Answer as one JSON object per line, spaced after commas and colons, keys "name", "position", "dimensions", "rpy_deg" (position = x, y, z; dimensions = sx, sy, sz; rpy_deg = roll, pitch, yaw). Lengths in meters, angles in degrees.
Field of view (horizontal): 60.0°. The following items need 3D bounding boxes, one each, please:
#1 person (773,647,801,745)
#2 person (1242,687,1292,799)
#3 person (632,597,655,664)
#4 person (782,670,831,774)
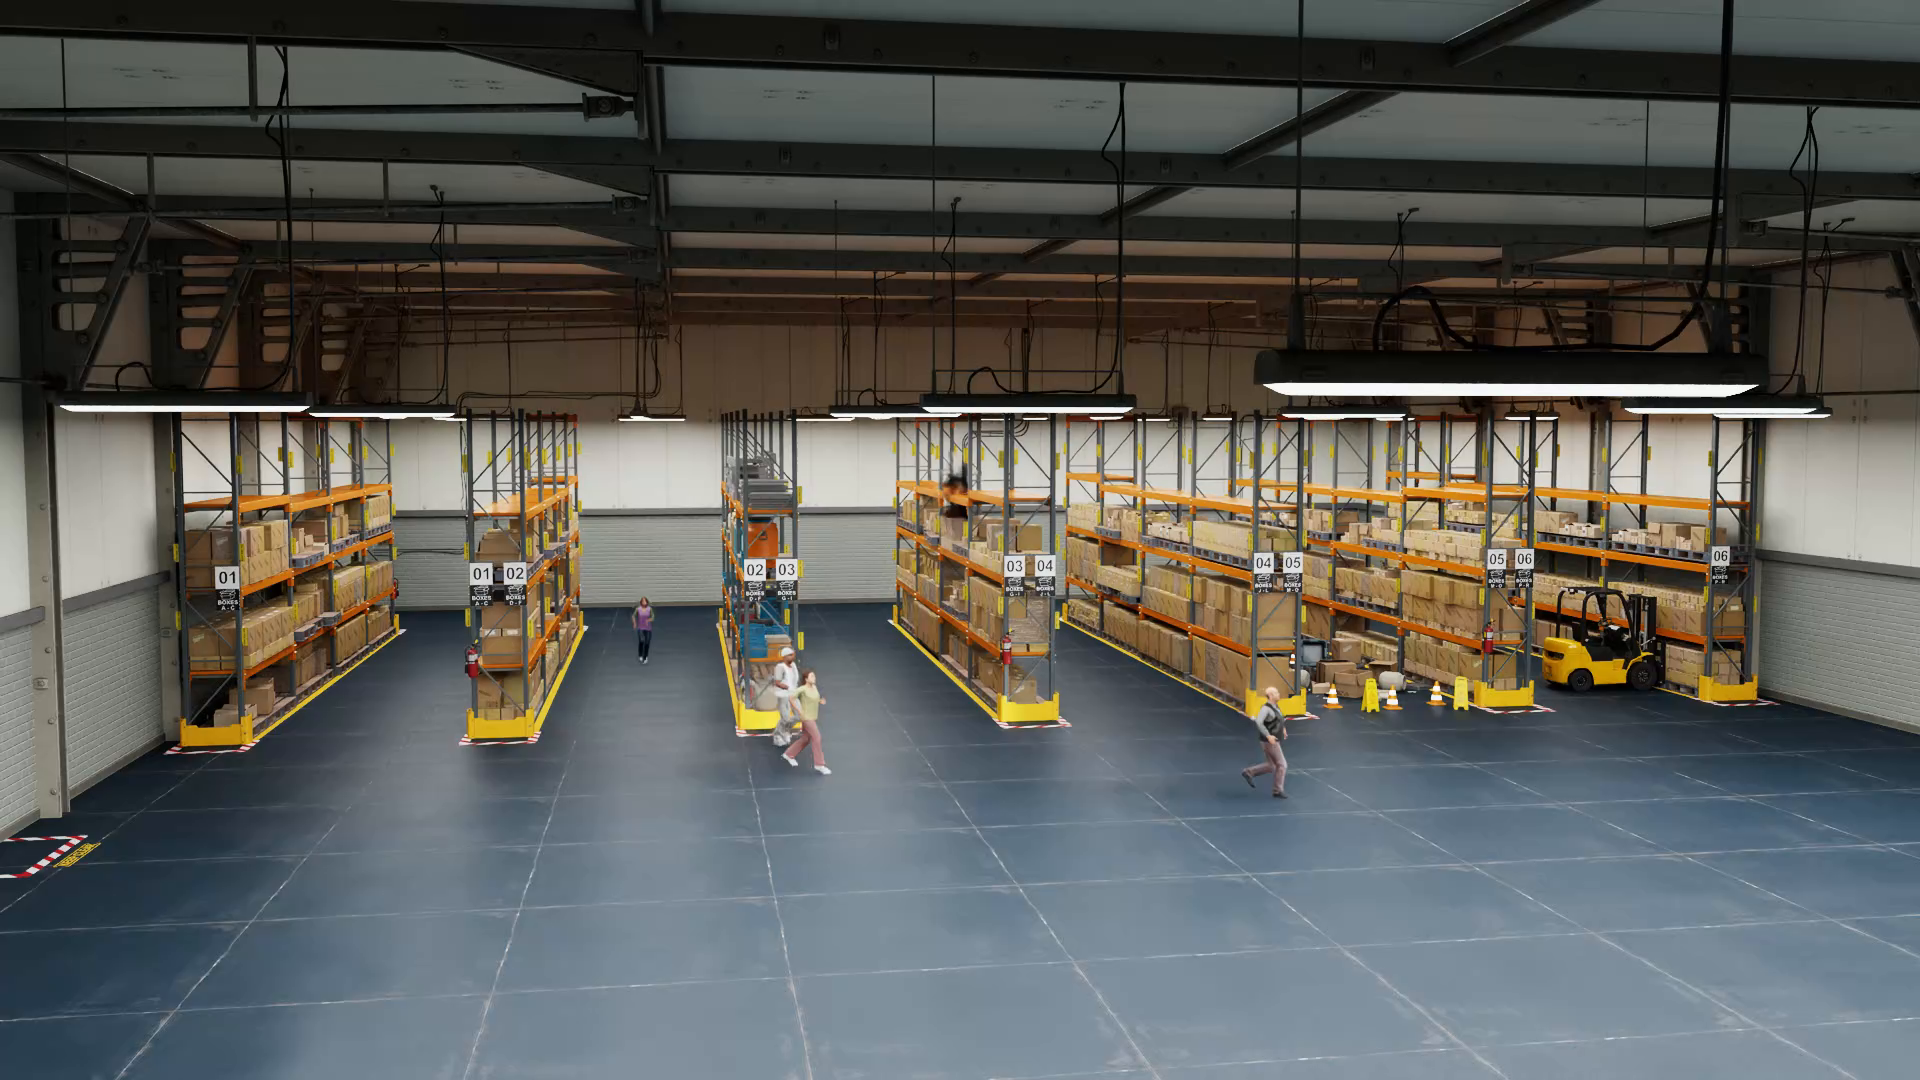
{"name": "person", "position": [-3.020, 2.778, 29.583], "dimensions": [0.632, 1.747, 0.714], "rpy_deg": [2, 5, 30]}
{"name": "person", "position": [4.719, 3.106, 25.565], "dimensions": [0.796, 1.697, 0.678], "rpy_deg": [1, 4, 20]}
{"name": "person", "position": [-7.537, 2.169, 39.649], "dimensions": [0.508, 1.576, 0.667], "rpy_deg": [-1, 4, -18]}
{"name": "person", "position": [-2.513, 2.971, 27.435], "dimensions": [0.896, 1.691, 0.559], "rpy_deg": [2, 4, 21]}
